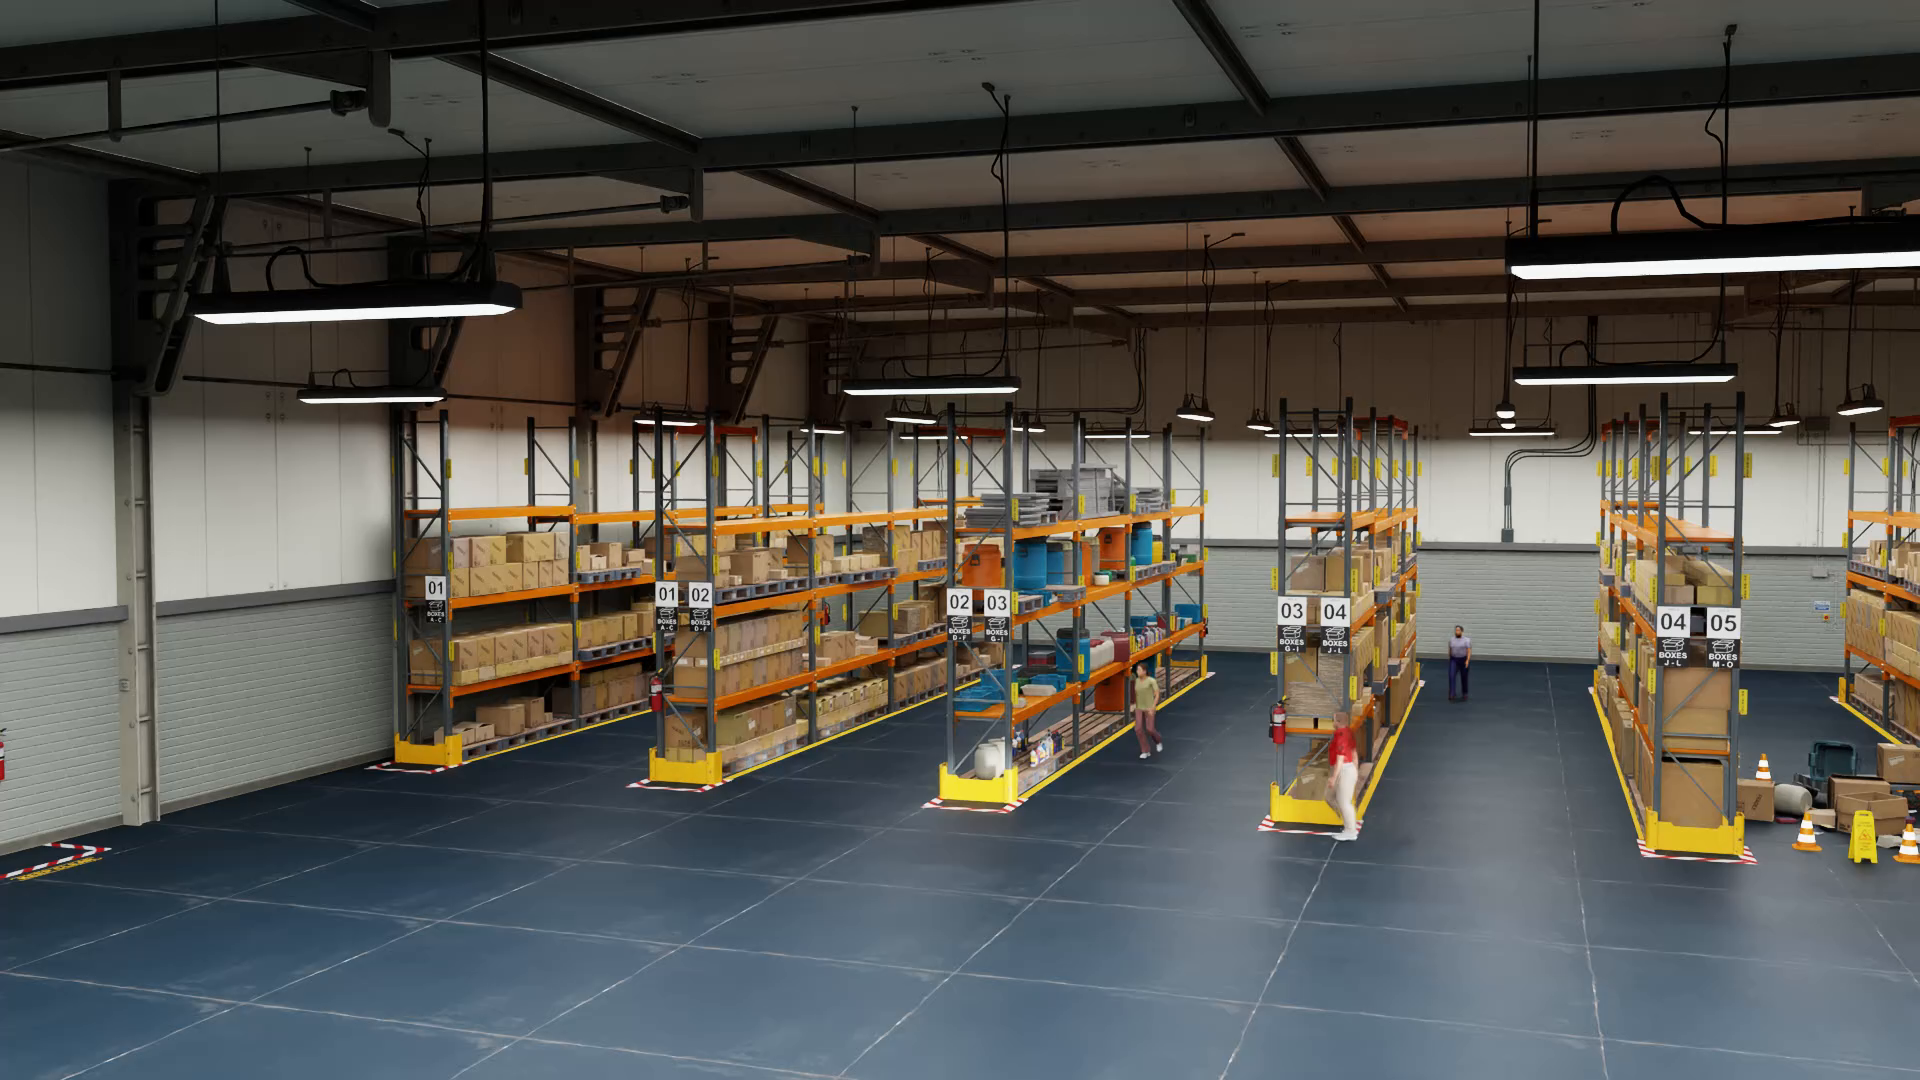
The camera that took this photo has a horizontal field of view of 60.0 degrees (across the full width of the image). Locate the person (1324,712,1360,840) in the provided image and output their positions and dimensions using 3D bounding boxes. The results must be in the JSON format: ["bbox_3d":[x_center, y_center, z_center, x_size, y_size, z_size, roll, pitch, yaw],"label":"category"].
[{"bbox_3d":[5.147,3.181,22.337,0.479,1.754,0.515,0,2,8],"label":"person"}]

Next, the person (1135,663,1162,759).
[{"bbox_3d":[3.255,2.948,28.924,0.504,1.643,0.609,2,3,33],"label":"person"}]

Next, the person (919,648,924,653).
[{"bbox_3d":[-1.178,2.214,44.416,0.594,1.712,1.141,1,3,21],"label":"person"}]

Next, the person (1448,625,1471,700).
[{"bbox_3d":[10.770,2.643,35.876,0.501,1.596,0.940,1,3,28],"label":"person"}]

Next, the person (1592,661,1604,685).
[{"bbox_3d":[14.983,2.520,38.119,0.968,1.689,0.550,0,2,8],"label":"person"}]
